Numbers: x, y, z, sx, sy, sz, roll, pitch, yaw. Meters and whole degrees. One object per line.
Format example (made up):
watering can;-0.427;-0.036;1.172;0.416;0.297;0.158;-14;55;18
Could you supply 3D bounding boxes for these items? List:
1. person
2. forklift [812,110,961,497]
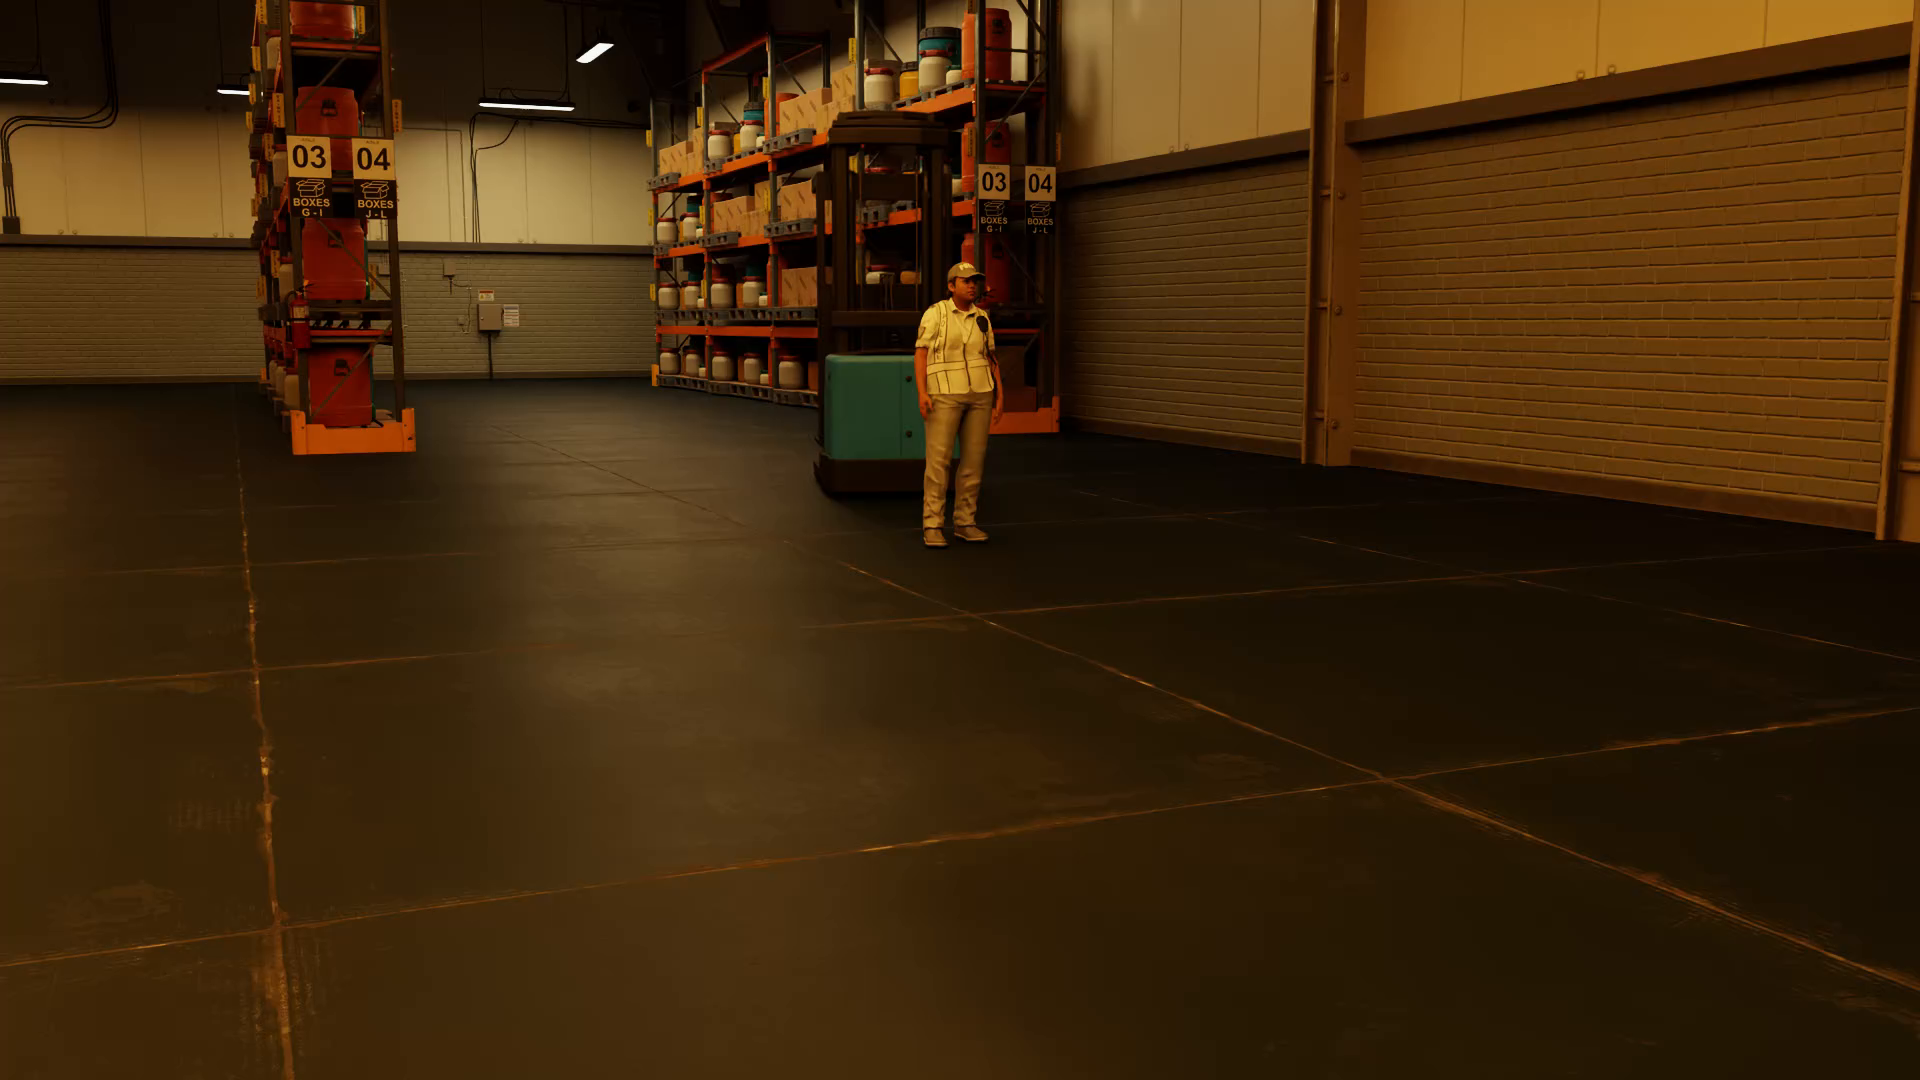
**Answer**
person;0.009;-0.823;9.965;0.598;1.670;0.529;-3;8;-23
forklift;-0.639;-1.939;13.647;1.130;2.935;3.031;-1;8;-8
